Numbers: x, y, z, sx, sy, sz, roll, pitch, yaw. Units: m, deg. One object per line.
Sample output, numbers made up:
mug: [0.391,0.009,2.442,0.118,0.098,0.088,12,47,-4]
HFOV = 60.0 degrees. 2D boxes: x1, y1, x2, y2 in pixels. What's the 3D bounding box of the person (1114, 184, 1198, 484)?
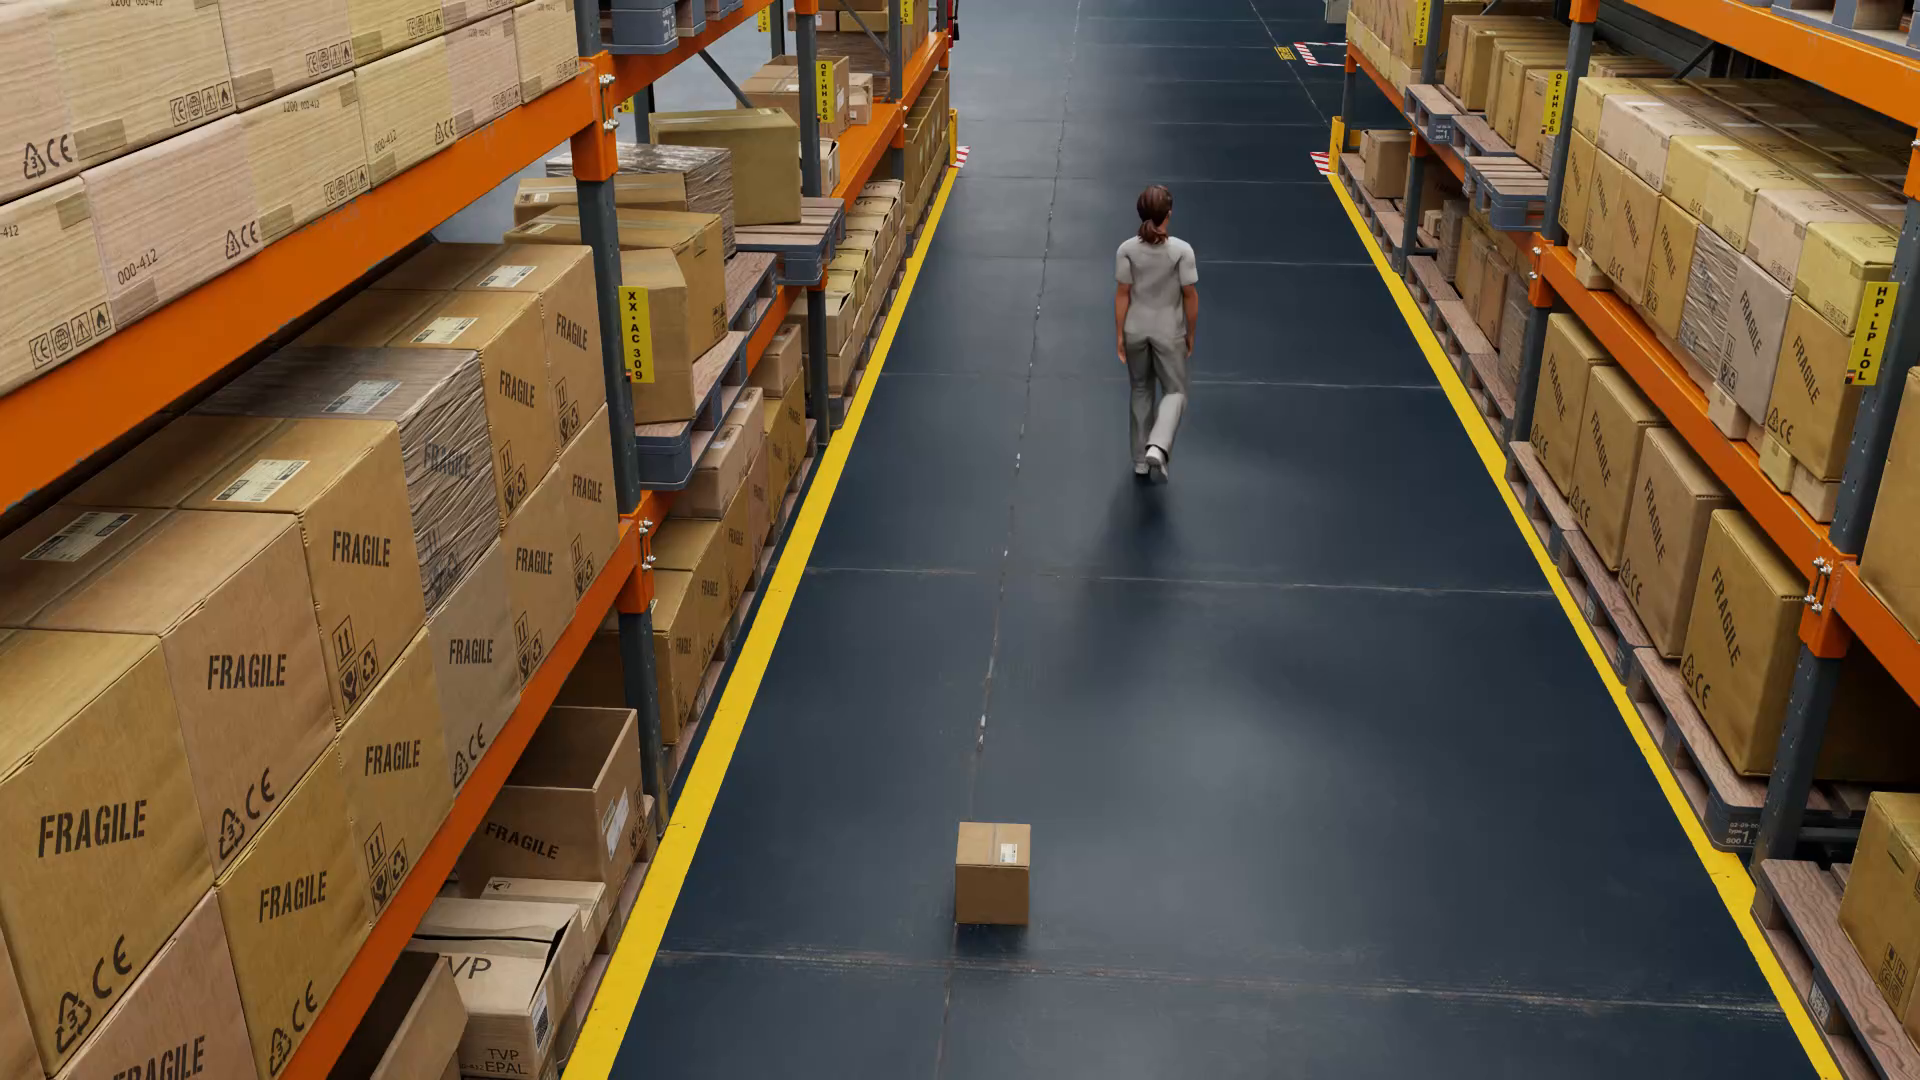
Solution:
person: [1.043,-1.087,8.953,0.444,1.650,0.737,7,26,15]
